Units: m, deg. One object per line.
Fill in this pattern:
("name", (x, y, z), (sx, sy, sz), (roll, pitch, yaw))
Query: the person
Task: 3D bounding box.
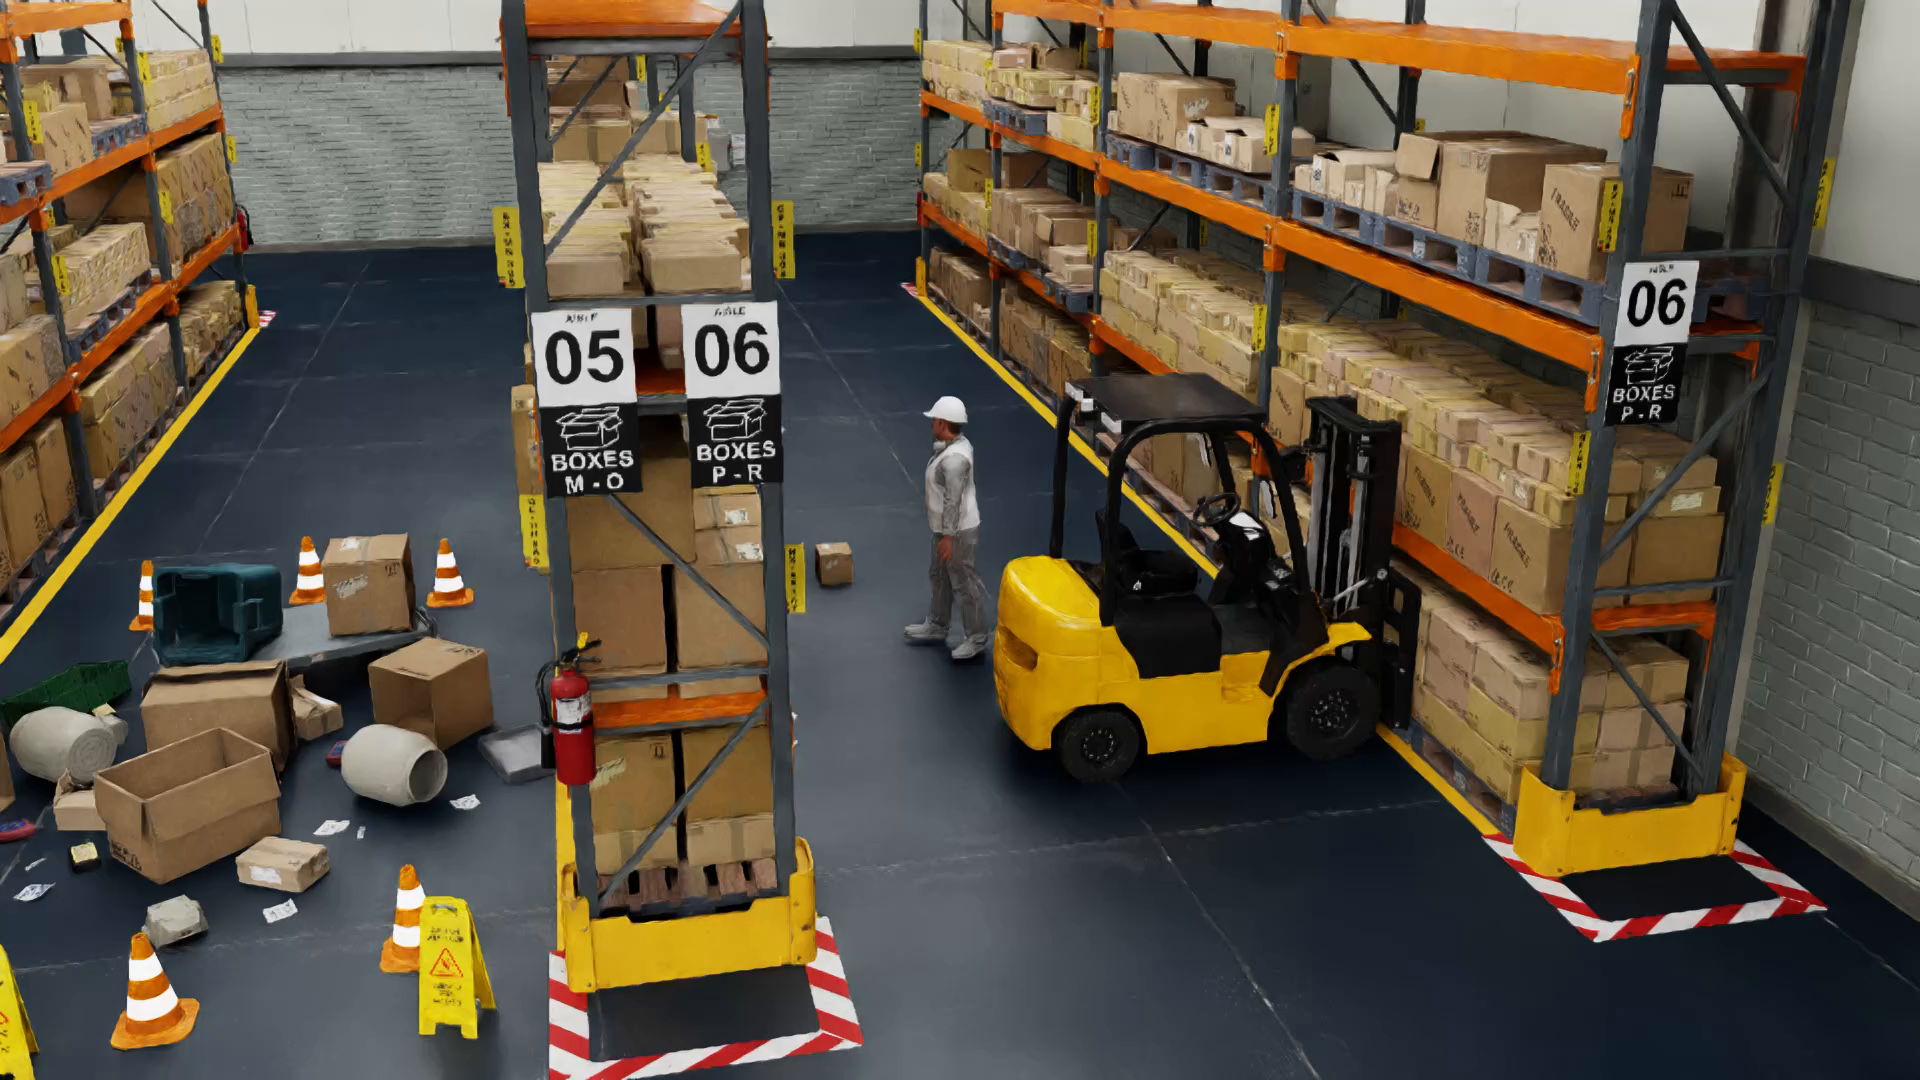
("person", (-0.101, -0.115, 11.280), (0.575, 1.770, 0.648), (-1, 20, -4))
